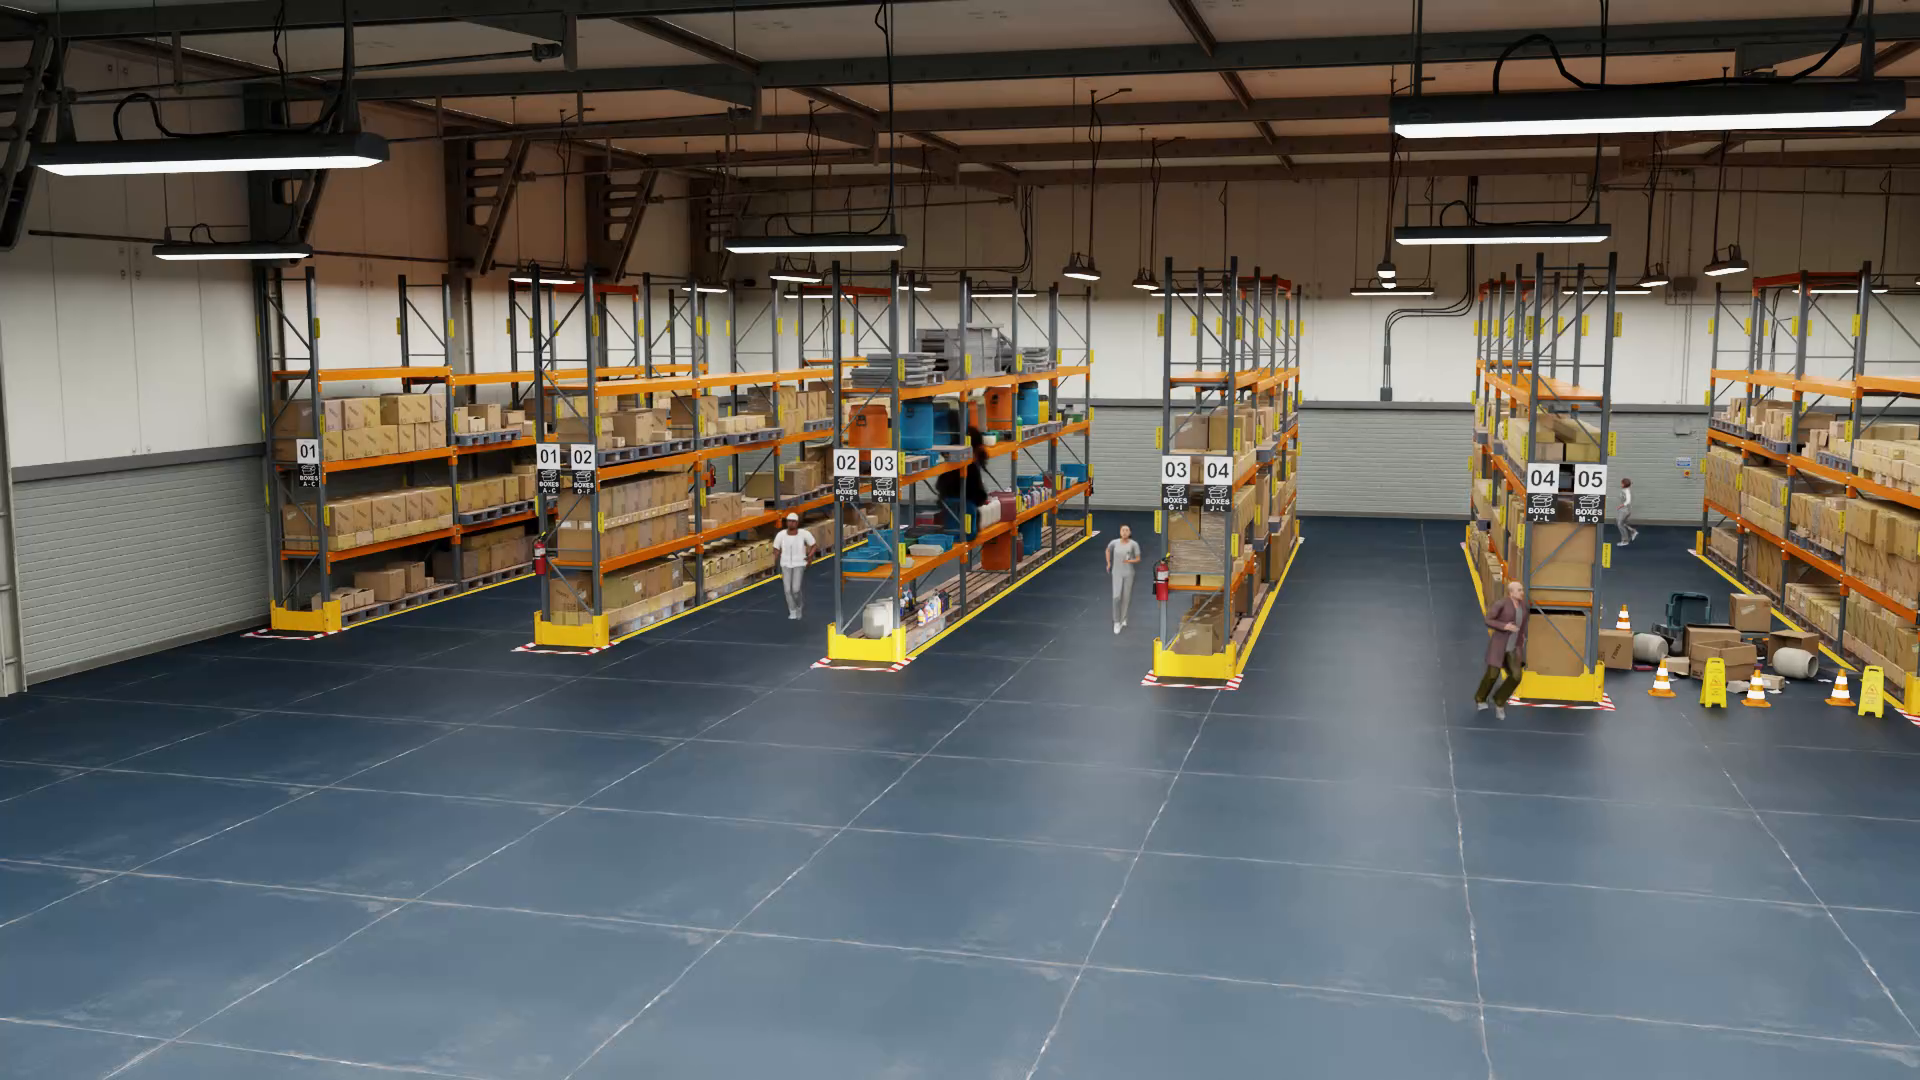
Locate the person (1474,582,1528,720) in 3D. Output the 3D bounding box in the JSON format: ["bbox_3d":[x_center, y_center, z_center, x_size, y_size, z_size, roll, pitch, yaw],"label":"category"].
[{"bbox_3d":[7.117,1.428,21.554,0.712,1.791,0.759,-1,7,-9],"label":"person"}]

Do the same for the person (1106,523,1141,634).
[{"bbox_3d":[2.555,0.594,26.073,0.546,1.730,0.649,1,7,5],"label":"person"}]

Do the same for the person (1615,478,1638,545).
[{"bbox_3d":[15.461,-0.650,38.544,0.538,1.572,0.555,2,7,15],"label":"person"}]

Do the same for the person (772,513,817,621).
[{"bbox_3d":[-2.712,0.447,26.997,0.713,1.769,0.557,1,7,6],"label":"person"}]
